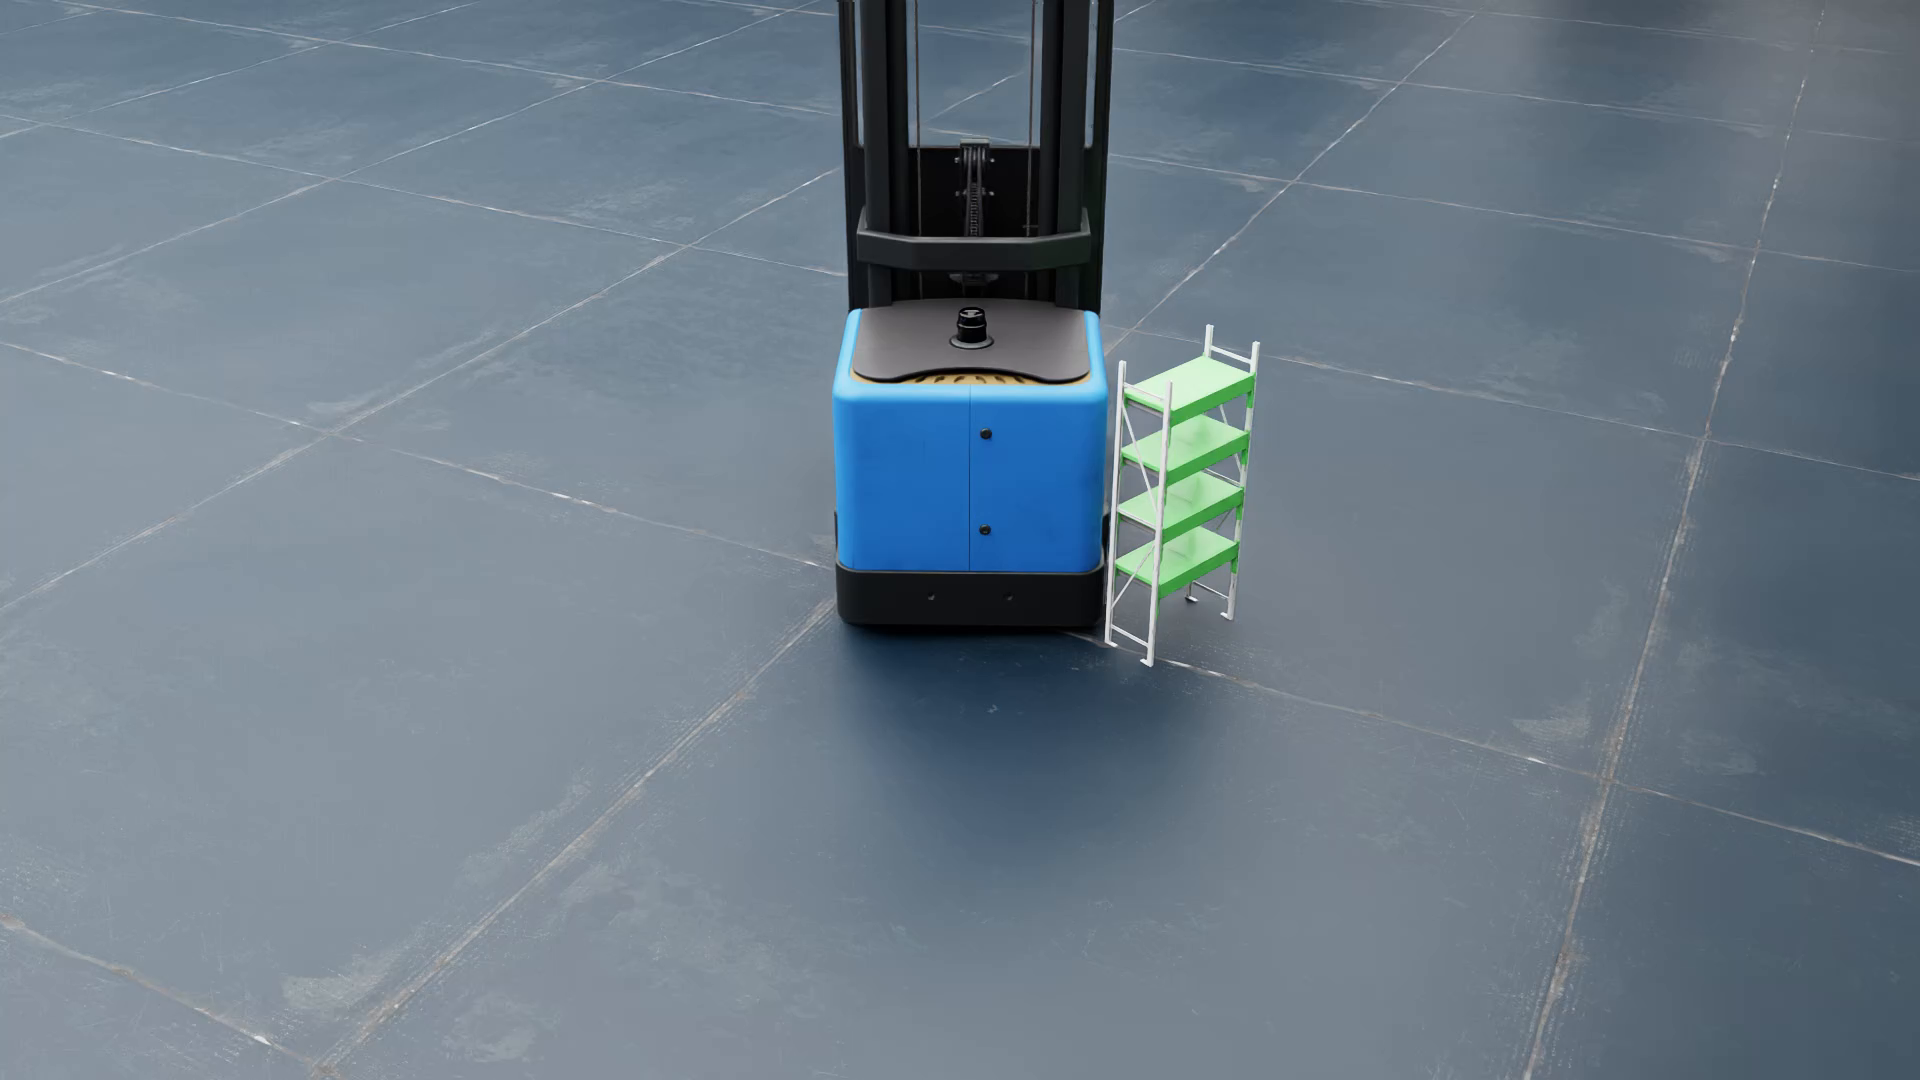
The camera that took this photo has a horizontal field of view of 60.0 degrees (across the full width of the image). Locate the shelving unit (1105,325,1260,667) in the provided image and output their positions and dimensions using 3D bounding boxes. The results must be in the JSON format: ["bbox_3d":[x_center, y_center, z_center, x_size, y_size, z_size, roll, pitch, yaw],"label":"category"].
[{"bbox_3d":[0.835,-0.160,6.324,0.503,1.200,0.258,-25,38,-36],"label":"shelving unit"}]

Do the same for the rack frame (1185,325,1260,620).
[{"bbox_3d":[1.013,-0.244,6.469,0.015,1.200,0.240,-25,38,-36],"label":"rack frame"}]

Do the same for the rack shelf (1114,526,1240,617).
[{"bbox_3d":[0.835,0.103,6.476,0.480,0.148,0.258,-25,38,-36],"label":"rack shelf"}]

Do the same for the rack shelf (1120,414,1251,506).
[{"bbox_3d":[0.835,-0.313,6.237,0.480,0.148,0.258,-25,38,-36],"label":"rack shelf"}]

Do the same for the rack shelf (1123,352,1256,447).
[{"bbox_3d":[0.835,-0.521,6.117,0.480,0.148,0.258,-25,38,-36],"label":"rack shelf"}]

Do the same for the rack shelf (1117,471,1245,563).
[{"bbox_3d":[0.835,-0.105,6.356,0.480,0.148,0.258,-25,38,-36],"label":"rack shelf"}]

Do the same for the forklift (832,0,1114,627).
[{"bbox_3d":[0.069,-1.627,7.140,1.130,2.935,3.031,1,30,1],"label":"forklift"}]

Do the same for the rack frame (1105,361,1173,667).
[{"bbox_3d":[0.657,-0.077,6.179,0.015,1.200,0.240,-25,38,-36],"label":"rack frame"}]
